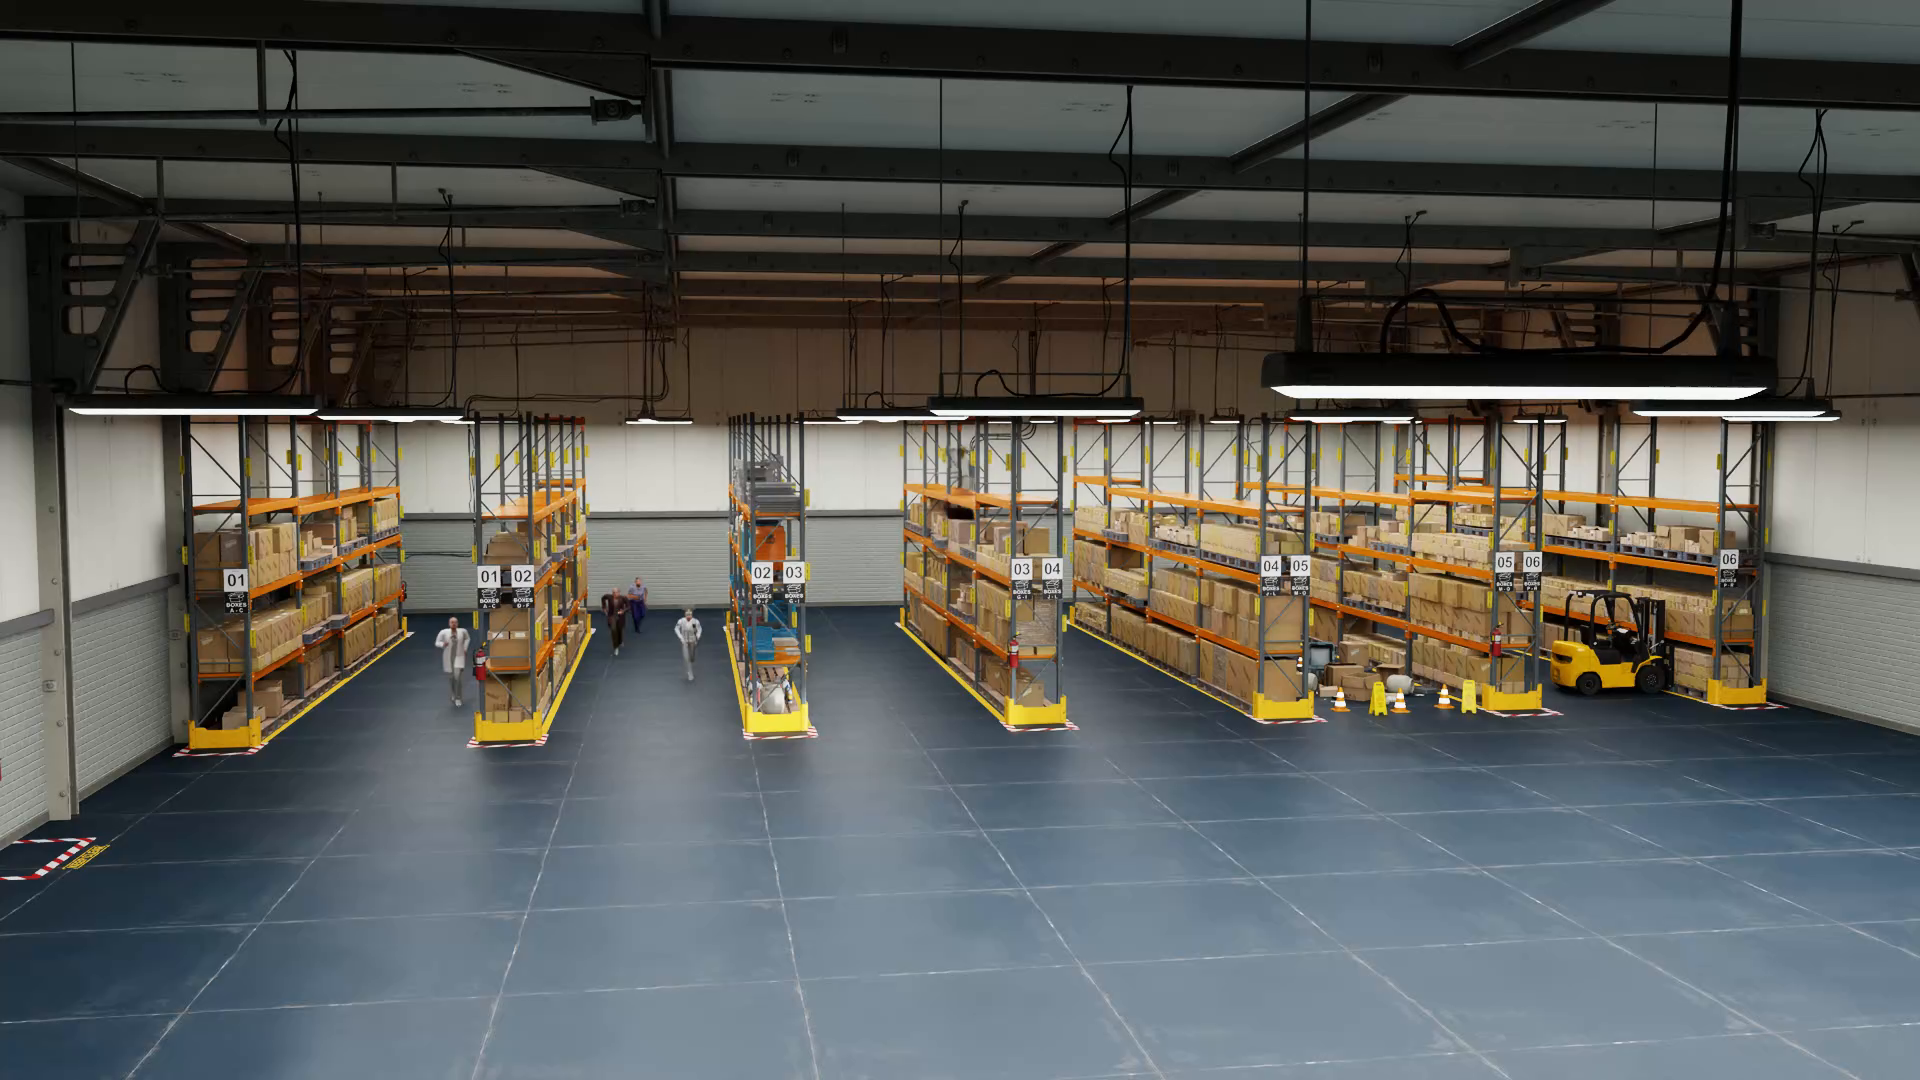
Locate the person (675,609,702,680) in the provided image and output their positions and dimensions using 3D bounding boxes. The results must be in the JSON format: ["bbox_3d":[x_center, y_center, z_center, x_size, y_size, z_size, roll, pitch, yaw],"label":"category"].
[{"bbox_3d":[-6.201,2.344,37.998,0.605,1.636,0.836,0,4,-7],"label":"person"}]

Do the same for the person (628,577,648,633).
[{"bbox_3d":[-8.928,1.812,46.182,0.593,1.576,0.655,-1,4,-20],"label":"person"}]

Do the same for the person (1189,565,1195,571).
[{"bbox_3d":[7.049,1.468,50.611,0.809,1.623,0.523,-1,4,-15],"label":"person"}]

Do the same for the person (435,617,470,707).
[{"bbox_3d":[-10.483,2.611,34.365,0.668,1.657,0.861,-1,4,-13],"label":"person"}]

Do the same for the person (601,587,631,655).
[{"bbox_3d":[-8.720,2.033,42.264,0.753,1.744,1.053,0,4,-6],"label":"person"}]
